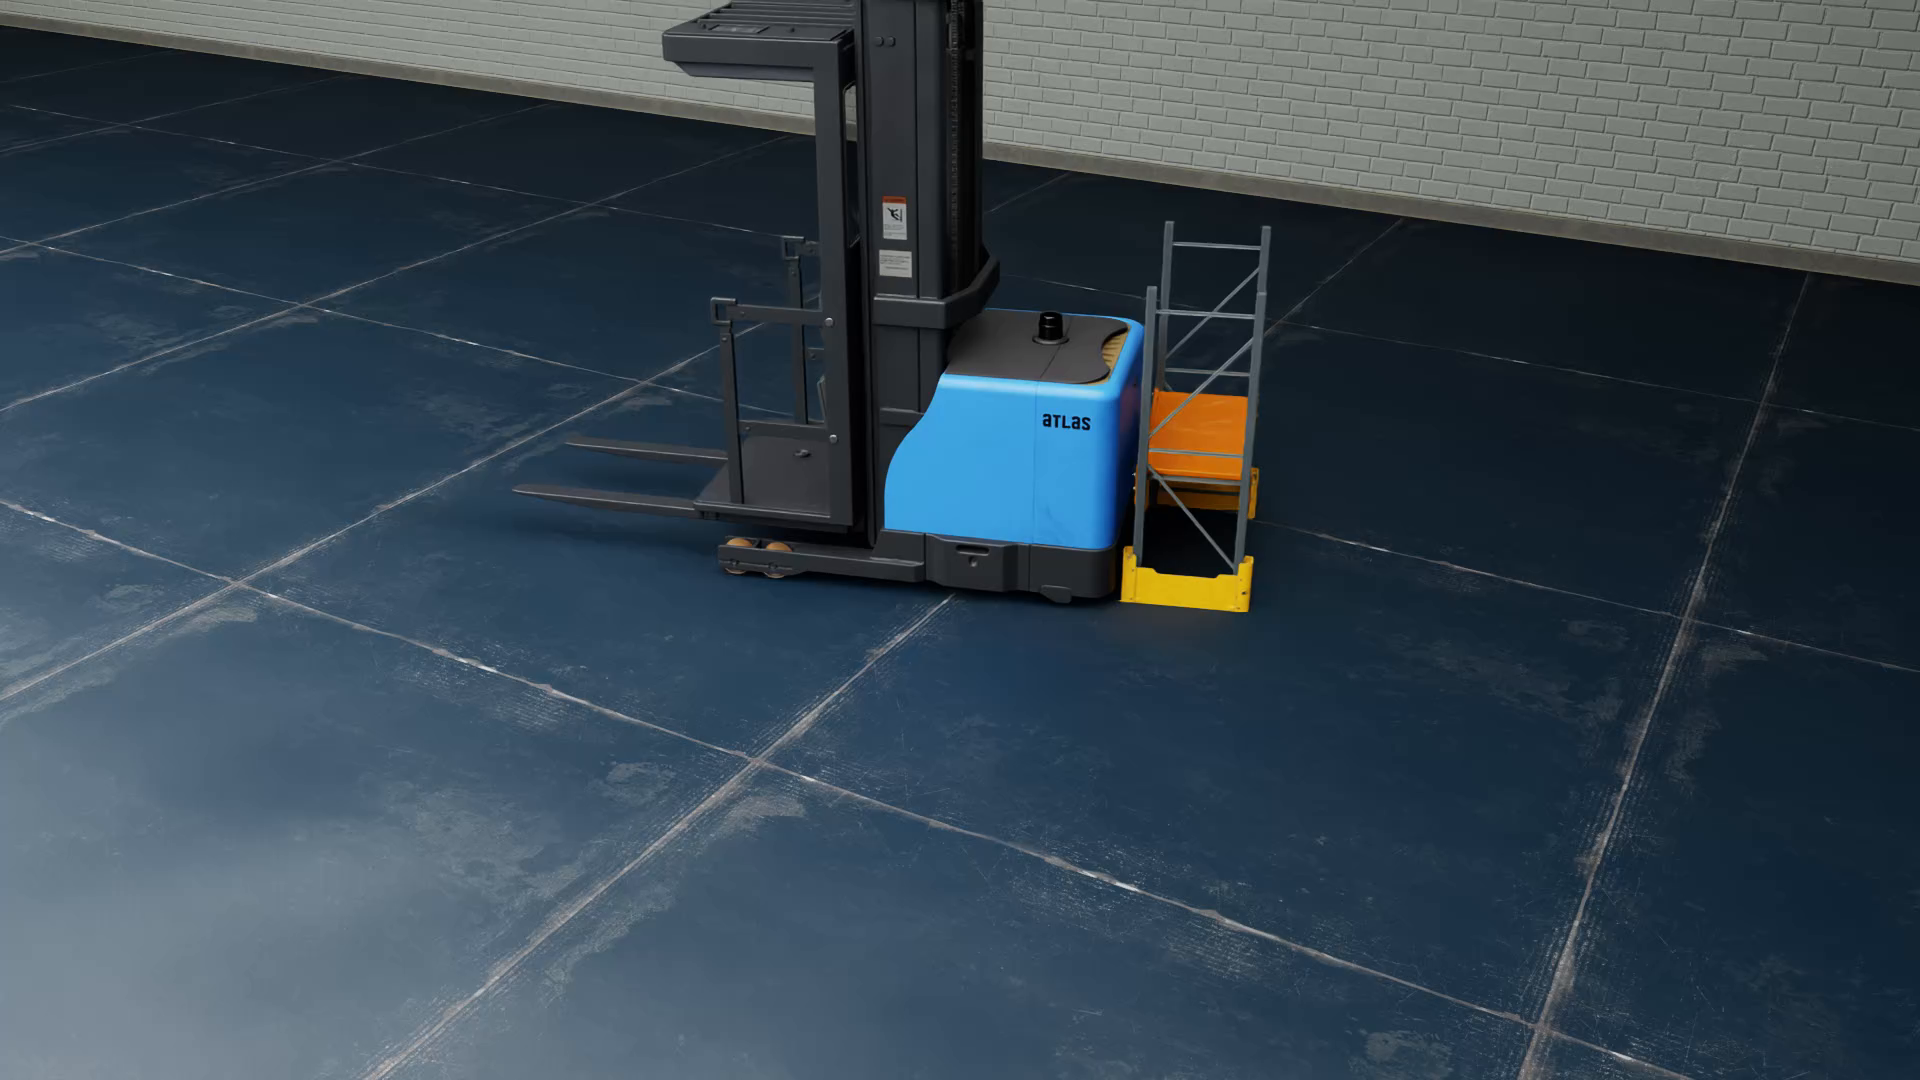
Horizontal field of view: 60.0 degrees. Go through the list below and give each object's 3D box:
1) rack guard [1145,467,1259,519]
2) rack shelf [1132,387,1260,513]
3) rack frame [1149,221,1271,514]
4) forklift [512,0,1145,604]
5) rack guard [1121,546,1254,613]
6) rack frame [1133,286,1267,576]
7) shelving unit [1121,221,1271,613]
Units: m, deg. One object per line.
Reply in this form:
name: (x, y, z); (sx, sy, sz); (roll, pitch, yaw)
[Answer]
rack guard: (1.219, -0.259, 8.487); (0.587, 0.250, 0.087); (5, 27, 9)
rack shelf: (1.130, -0.442, 7.858); (0.538, 0.185, 1.000); (5, 27, 9)
rack frame: (1.223, -0.826, 8.224); (0.500, 1.500, 0.032); (5, 27, 9)
forklift: (-0.674, -1.352, 7.677); (3.031, 2.935, 1.130); (6, 27, 11)
rack guard: (1.036, 0.179, 7.611); (0.587, 0.250, 0.087); (5, 27, 9)
rack frame: (1.037, -0.379, 7.330); (0.500, 1.500, 0.032); (5, 27, 9)
shelving unit: (1.128, -0.599, 7.769); (0.587, 1.500, 1.083); (5, 27, 9)
